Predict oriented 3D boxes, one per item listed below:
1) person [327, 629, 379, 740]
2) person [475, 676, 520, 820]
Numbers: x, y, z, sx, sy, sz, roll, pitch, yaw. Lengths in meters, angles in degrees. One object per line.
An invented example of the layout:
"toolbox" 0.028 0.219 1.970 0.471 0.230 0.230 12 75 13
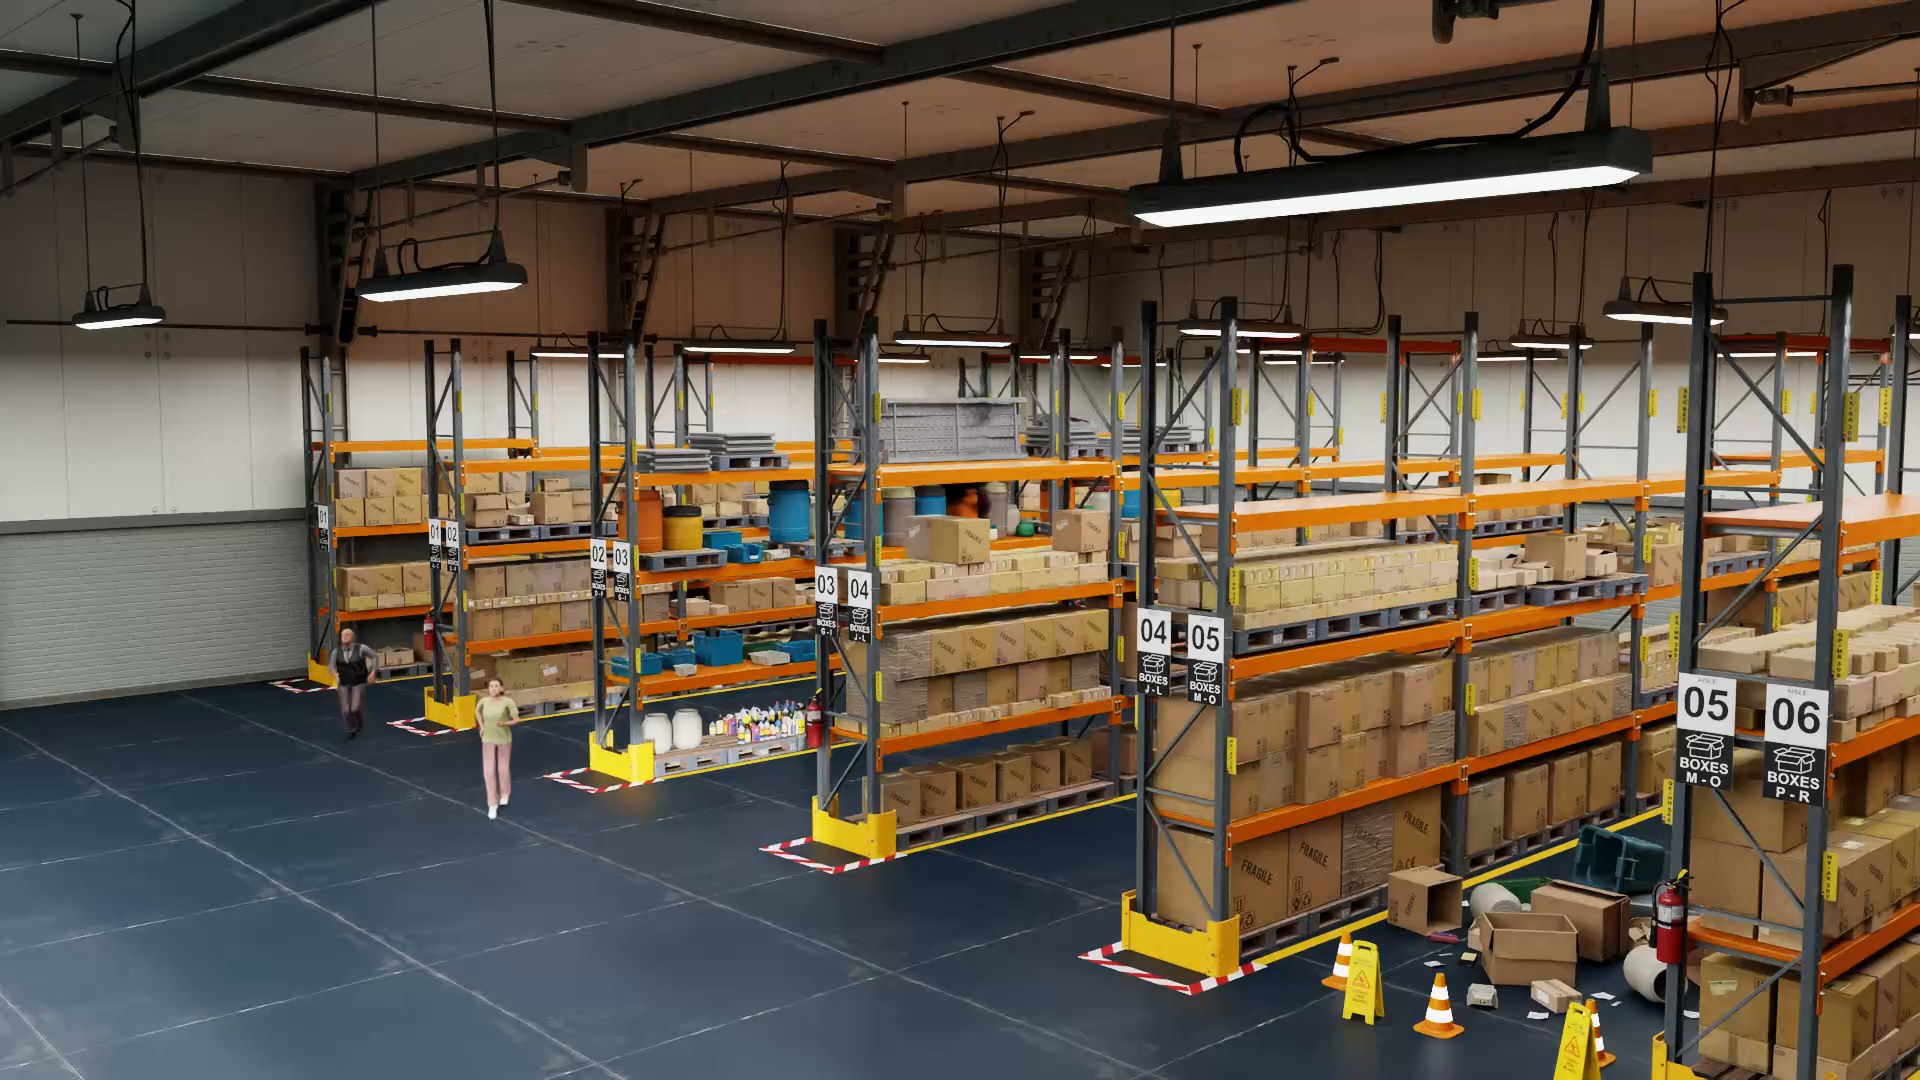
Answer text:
"person" -9.037 2.158 24.721 0.691 1.678 0.671 0 5 -5
"person" -5.704 2.519 20.505 0.577 1.700 0.776 -1 5 -6
